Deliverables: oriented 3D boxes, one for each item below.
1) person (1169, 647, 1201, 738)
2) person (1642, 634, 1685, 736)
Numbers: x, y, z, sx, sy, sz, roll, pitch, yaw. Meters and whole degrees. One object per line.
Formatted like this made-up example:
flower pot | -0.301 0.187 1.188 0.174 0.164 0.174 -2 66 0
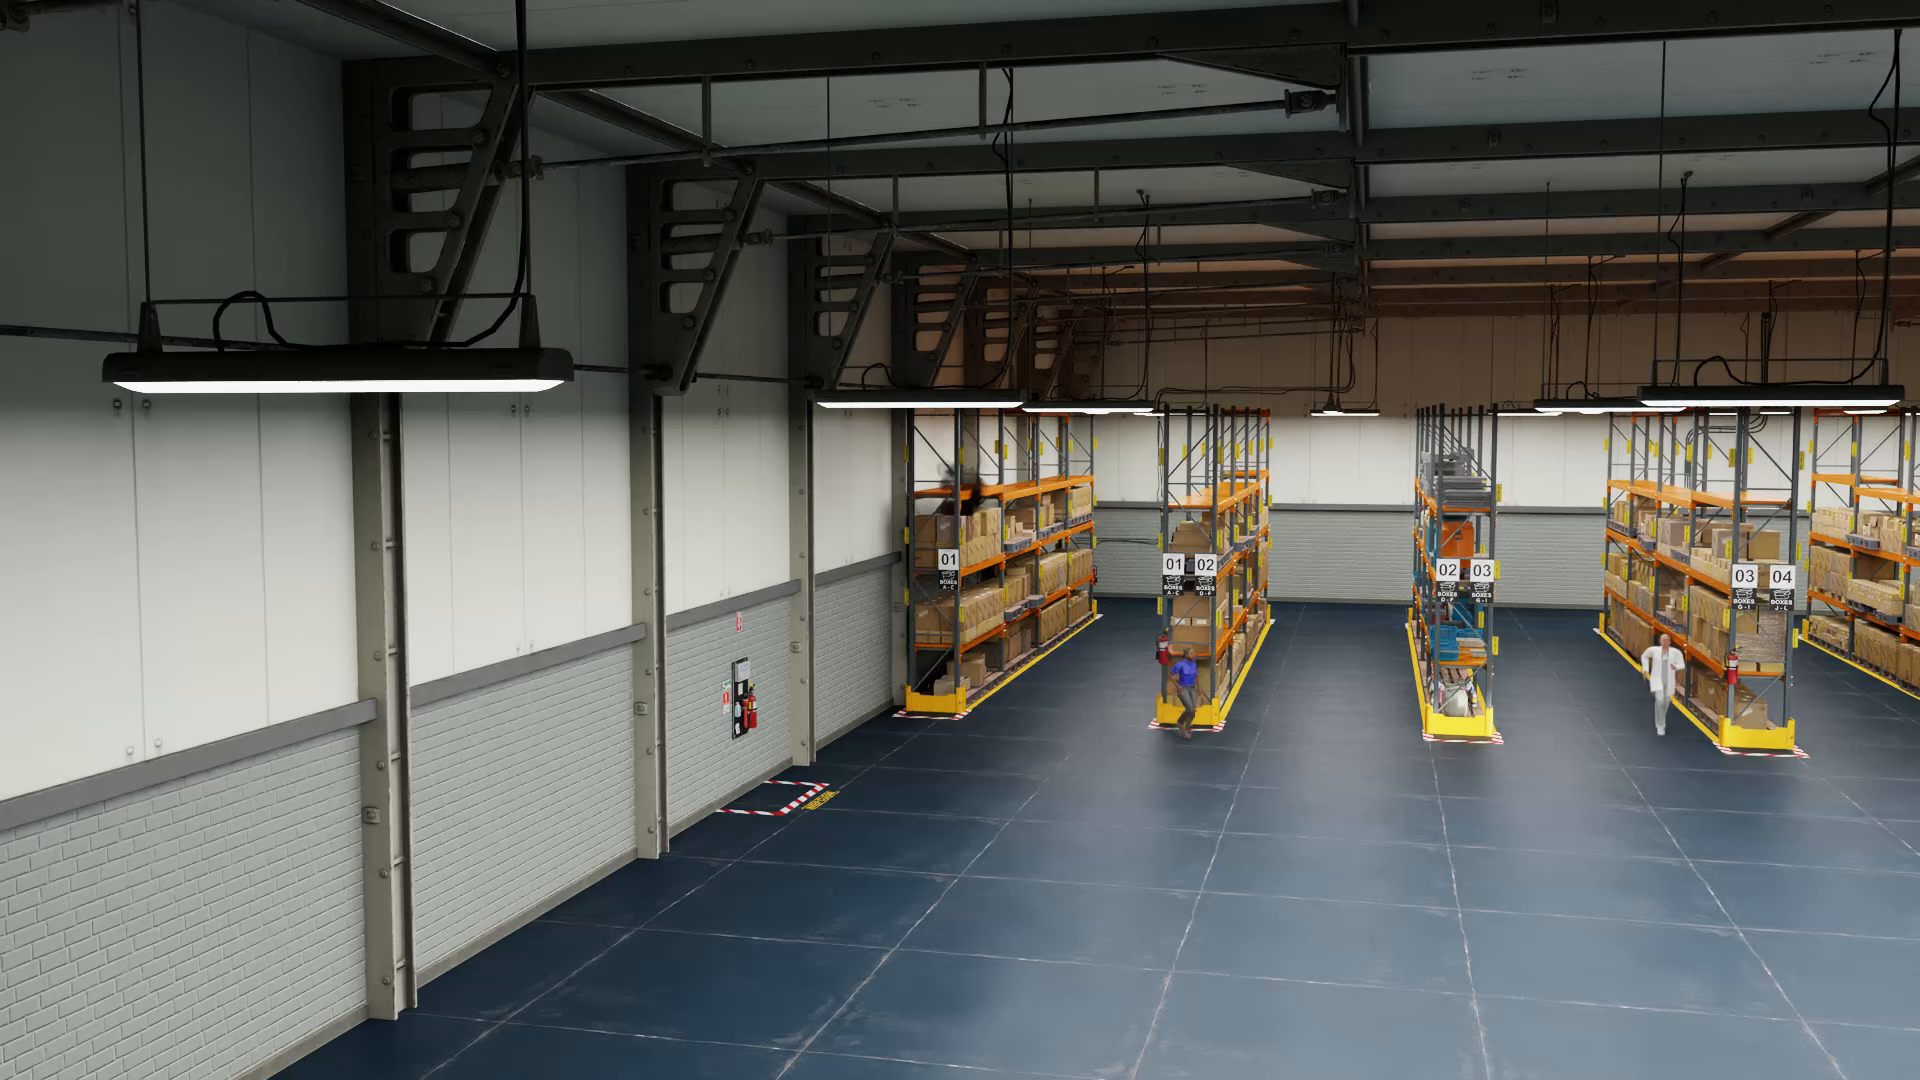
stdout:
person | 4.077 2.727 29.622 0.602 1.621 0.499 -2 5 -31
person | 12.841 2.622 30.366 0.666 1.847 0.937 1 4 9
